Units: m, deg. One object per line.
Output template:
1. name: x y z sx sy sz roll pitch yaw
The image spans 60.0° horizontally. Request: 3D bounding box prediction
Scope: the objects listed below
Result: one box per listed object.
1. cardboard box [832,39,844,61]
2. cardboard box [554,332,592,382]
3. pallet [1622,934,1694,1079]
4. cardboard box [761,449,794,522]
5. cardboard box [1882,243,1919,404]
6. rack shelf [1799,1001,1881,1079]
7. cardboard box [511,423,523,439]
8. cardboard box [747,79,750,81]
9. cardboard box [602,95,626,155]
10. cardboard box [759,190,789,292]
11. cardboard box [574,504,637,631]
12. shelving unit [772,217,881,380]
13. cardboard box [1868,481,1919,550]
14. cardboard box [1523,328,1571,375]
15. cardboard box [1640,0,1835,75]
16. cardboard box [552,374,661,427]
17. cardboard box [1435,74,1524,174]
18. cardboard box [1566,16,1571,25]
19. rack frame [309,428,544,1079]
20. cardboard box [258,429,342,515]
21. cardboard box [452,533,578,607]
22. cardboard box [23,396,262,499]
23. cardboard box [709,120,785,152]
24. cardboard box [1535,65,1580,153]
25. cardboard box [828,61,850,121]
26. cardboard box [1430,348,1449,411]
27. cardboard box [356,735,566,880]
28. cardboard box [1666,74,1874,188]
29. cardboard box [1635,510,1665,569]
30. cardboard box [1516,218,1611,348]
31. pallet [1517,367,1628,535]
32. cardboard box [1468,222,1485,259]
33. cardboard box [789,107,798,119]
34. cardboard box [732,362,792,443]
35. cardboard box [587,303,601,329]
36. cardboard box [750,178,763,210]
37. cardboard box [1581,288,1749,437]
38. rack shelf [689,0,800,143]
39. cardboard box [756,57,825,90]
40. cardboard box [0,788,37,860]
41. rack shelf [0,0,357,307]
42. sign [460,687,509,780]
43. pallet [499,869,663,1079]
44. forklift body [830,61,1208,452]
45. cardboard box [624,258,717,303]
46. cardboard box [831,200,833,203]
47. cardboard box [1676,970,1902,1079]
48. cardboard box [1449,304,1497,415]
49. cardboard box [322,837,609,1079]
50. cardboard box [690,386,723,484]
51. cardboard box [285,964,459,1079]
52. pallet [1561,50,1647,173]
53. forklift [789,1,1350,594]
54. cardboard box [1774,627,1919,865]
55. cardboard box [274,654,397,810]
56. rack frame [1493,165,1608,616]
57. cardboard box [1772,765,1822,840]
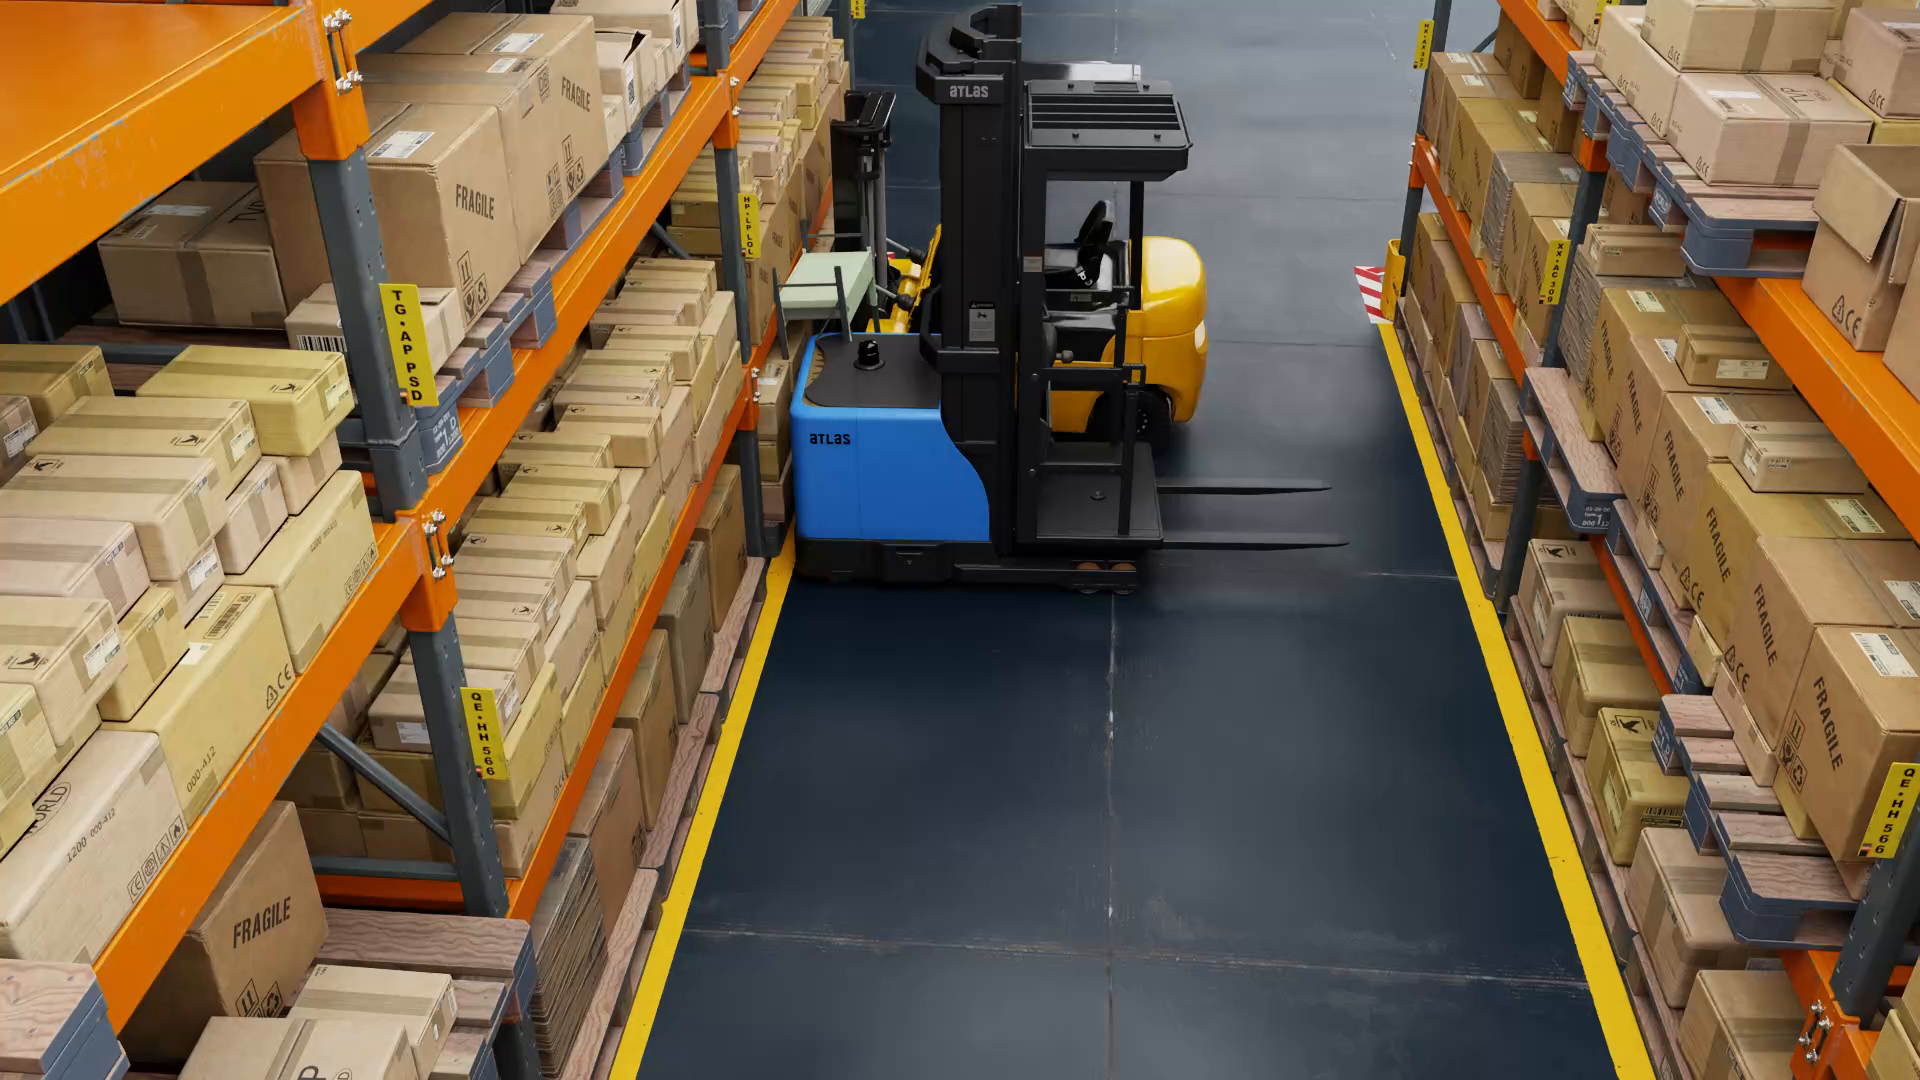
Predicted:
1. cardboard box: -0.997 -3.313 11.334 0.380 0.149 0.250 3 32 5
2. cardboard box: -1.922 -0.728 7.519 0.500 0.250 0.500 2 32 3
3. pallet: 3.113 1.984 6.109 1.003 0.211 1.213 2 32 4
4. cardboard box: -1.204 -0.343 9.448 0.500 0.250 0.500 3 32 4
5. cardboard box: 3.135 -0.609 4.705 0.700 0.500 0.500 2 32 4
6. rack shelf: 2.885 2.558 3.206 1.077 0.370 4.000 2 32 4
7. cardboard box: -1.987 -0.445 6.679 0.380 0.149 0.250 3 32 4
8. cardboard box: -1.518 -3.076 10.949 0.380 0.149 0.250 2 32 3
9. cardboard box: -1.423 -1.496 5.984 0.380 0.149 0.250 2 32 3
10. cardboard box: -1.252 -1.632 9.225 0.500 0.500 0.500 3 32 5
11. cardboard box: -1.517 0.090 6.191 0.500 0.250 0.500 2 32 3
12. shelving unit: -0.726 -1.036 9.731 0.431 1.500 0.755 0 32 10
13. cardboard box: 3.387 0.082 5.760 0.500 0.500 0.500 3 32 5
14. cardboard box: 3.096 -0.960 8.468 0.380 0.149 0.250 2 32 3
15. cardboard box: 2.896 -1.941 6.228 0.500 0.250 0.500 2 32 3
16. cardboard box: -1.455 -0.557 6.862 0.380 0.149 0.250 3 32 4
17. cardboard box: 3.345 -2.640 10.576 0.500 0.500 0.500 3 32 5
18. cardboard box: 3.268 -2.628 8.315 0.380 0.149 0.250 1 32 2
19. rack frame: -1.899 0.996 5.056 1.000 3.000 0.127 2 32 4
20. cardboard box: -1.688 -0.192 3.886 0.380 0.149 0.250 3 32 5
21. cardboard box: -1.555 0.111 5.778 0.380 0.149 0.250 3 32 5
22. cardboard box: -1.759 -0.188 3.597 0.380 0.149 0.250 1 32 2
23. cardboard box: -1.192 -2.237 9.304 0.380 0.149 0.250 2 32 3
24. cardboard box: 3.709 -2.506 9.405 0.700 0.500 0.500 2 32 4
25. cardboard box: -1.026 -2.962 11.382 0.500 0.500 0.500 2 32 3
26. cardboard box: 3.277 -1.023 10.552 0.500 0.250 0.500 5 32 7
27. cardboard box: -1.620 0.838 5.455 0.500 0.250 0.500 3 32 4
28. cardboard box: 2.867 -1.460 5.924 0.500 0.250 0.500 2 32 3
29. cardboard box: 2.880 -0.002 6.513 0.380 0.149 0.250 4 32 6
30. cardboard box: 3.162 -1.298 8.399 0.500 0.500 0.500 2 32 3
31. pallet: 3.167 -0.411 7.521 1.003 0.211 1.213 2 32 4
32. cardboard box: 3.211 -1.760 9.767 0.380 0.149 0.250 3 32 4
33. cardboard box: -1.187 -2.515 10.038 0.380 0.149 0.250 2 32 4
34. cardboard box: -1.222 -0.769 9.187 0.500 0.250 0.500 2 32 3
35. cardboard box: -1.890 -1.102 7.746 0.380 0.149 0.250 1 32 2
36. cardboard box: -1.273 -1.843 8.948 0.380 0.149 0.250 2 32 4
37. cardboard box: 3.010 -0.739 7.091 0.500 0.500 0.500 3 32 4
38. rack shelf: -1.411 -3.112 9.548 1.077 0.370 4.000 2 32 4
39. cardboard box: -1.056 -2.900 10.380 0.380 0.149 0.250 3 32 5
40. cardboard box: -1.819 0.480 2.796 0.380 0.149 0.250 3 32 5
41. rack shelf: -2.062 -0.036 2.078 1.077 0.370 4.000 2 32 4
42. sign: -1.358 0.555 4.743 0.100 0.325 0.005 2 32 4
43. pallet: -1.794 1.754 6.483 1.003 0.211 1.213 2 32 4
44. forklift body: 0.416 -1.757 10.331 2.313 2.155 1.214 2 32 4
45. cardboard box: -1.380 -1.227 7.948 0.380 0.149 0.250 4 32 6
46. cardboard box: -0.975 -2.367 11.780 0.500 0.250 0.500 3 32 6
47. cardboard box: 3.104 1.851 5.773 0.950 0.372 0.625 0 32 1
48. cardboard box: 3.234 -1.067 9.908 0.500 0.500 0.500 4 32 7
49. cardboard box: -1.835 1.502 6.097 0.875 0.625 0.625 3 32 6
50. cardboard box: -1.389 -0.494 7.616 0.500 0.250 0.500 2 32 4
51. cardboard box: -1.571 1.284 4.427 0.380 0.149 0.250 3 32 5
52. pallet: 3.217 -1.765 6.855 1.213 0.211 1.003 2 32 4
53. forklift: 0.625 -1.238 8.745 3.031 2.935 1.130 1 32 1
54. cardboard box: 2.808 0.608 4.905 0.500 0.500 0.500 2 32 3
55. cardboard box: -2.140 0.600 5.364 0.500 0.250 0.500 3 32 5
56. rack frame: 3.374 -0.886 8.109 1.000 3.000 0.127 2 32 4
57. cardboard box: 2.790 0.809 5.197 0.380 0.149 0.250 3 32 5
